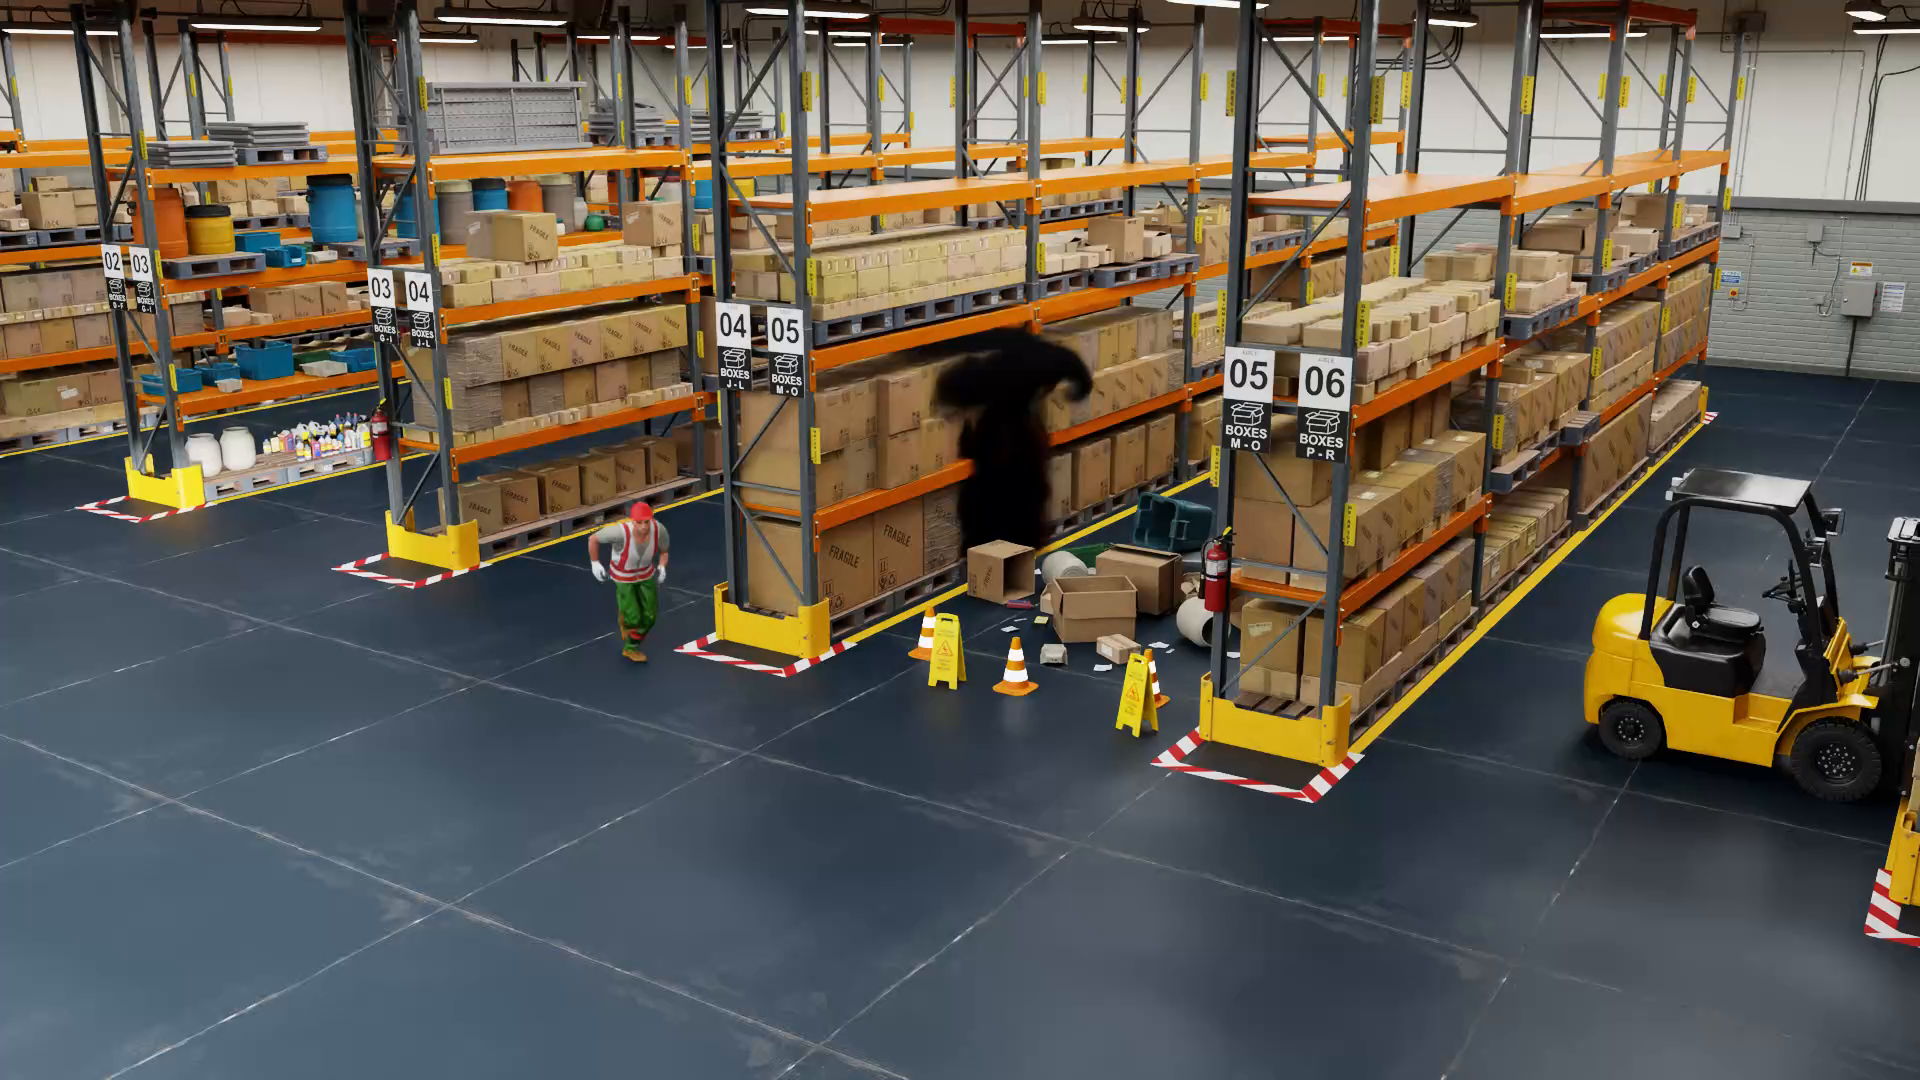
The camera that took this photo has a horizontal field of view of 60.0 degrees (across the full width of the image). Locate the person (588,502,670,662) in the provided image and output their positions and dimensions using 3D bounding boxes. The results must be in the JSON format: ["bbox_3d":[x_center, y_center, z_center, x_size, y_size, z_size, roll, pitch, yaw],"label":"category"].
[{"bbox_3d":[-2.932,0.384,14.849,0.693,1.592,0.834,-9,18,-28],"label":"person"}]

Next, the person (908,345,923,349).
[{"bbox_3d":[-0.608,-1.965,23.054,0.579,1.658,0.724,9,18,28],"label":"person"}]
